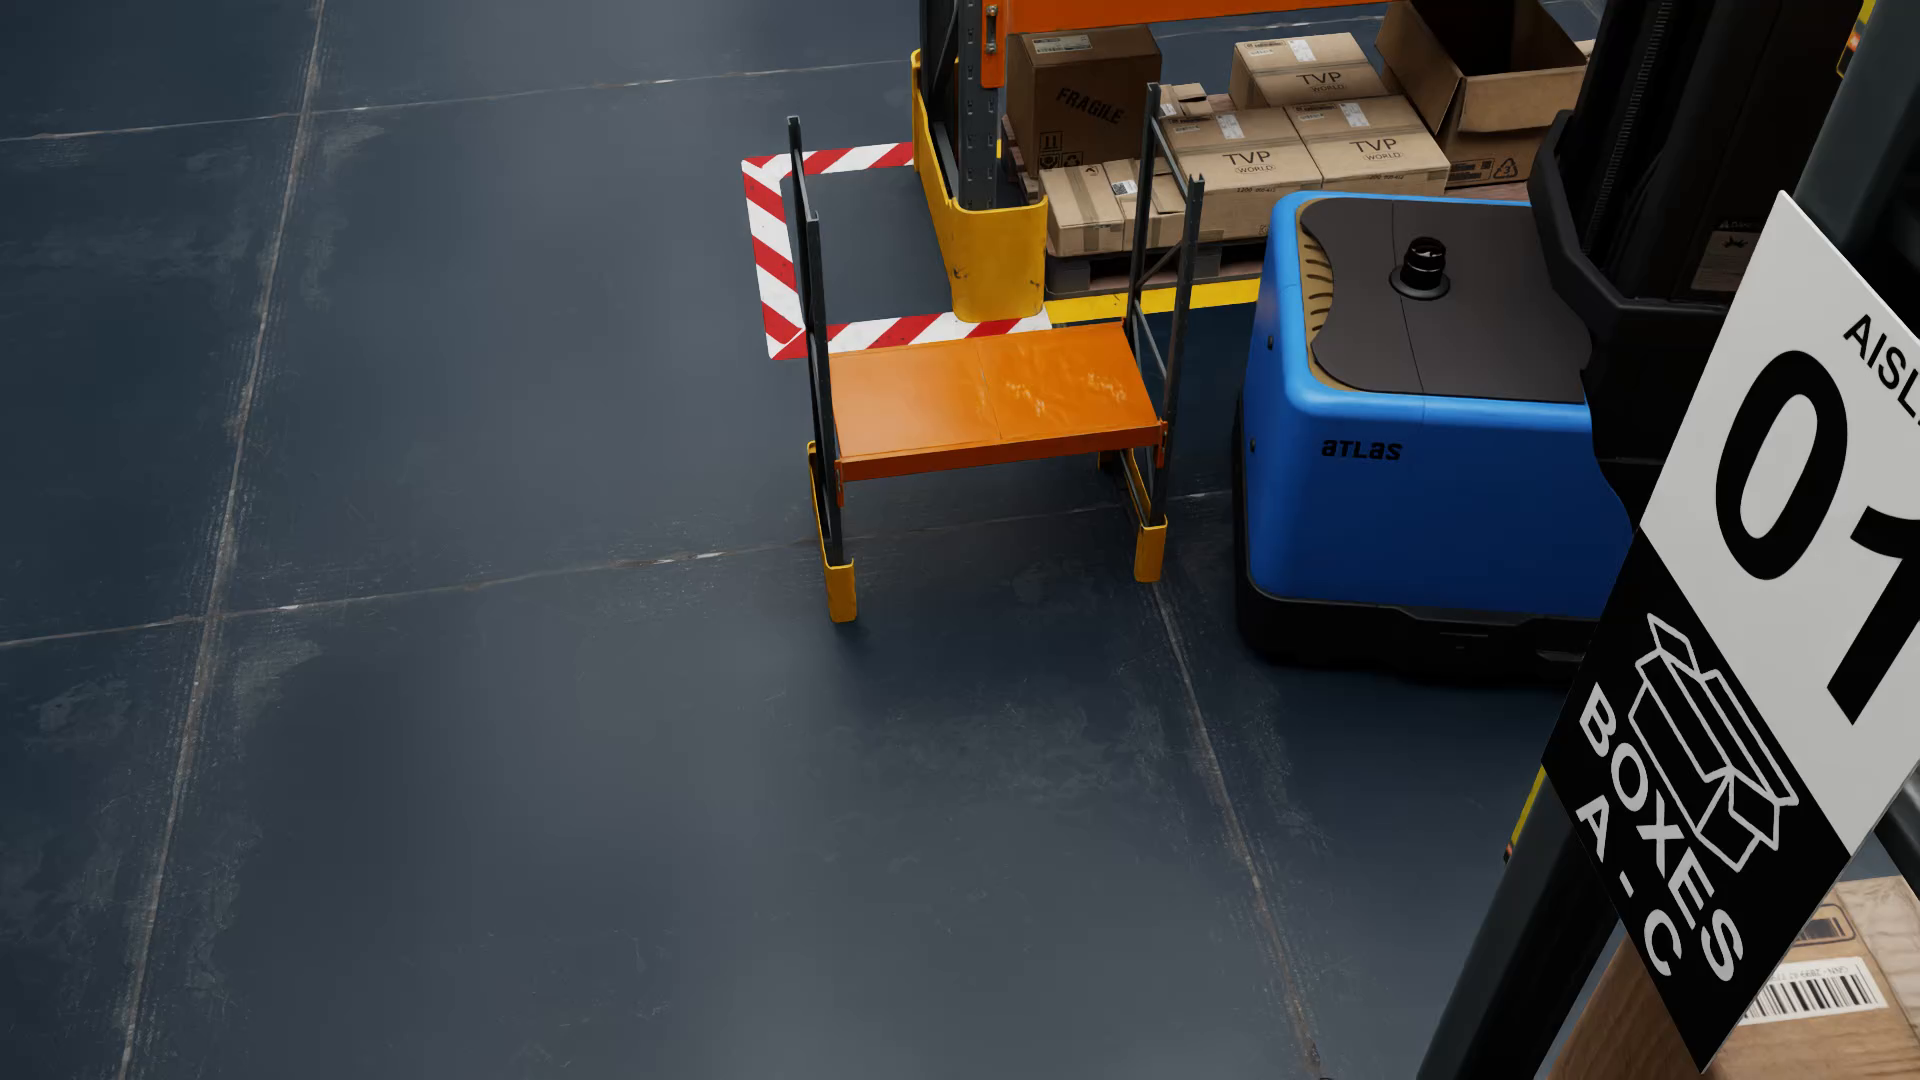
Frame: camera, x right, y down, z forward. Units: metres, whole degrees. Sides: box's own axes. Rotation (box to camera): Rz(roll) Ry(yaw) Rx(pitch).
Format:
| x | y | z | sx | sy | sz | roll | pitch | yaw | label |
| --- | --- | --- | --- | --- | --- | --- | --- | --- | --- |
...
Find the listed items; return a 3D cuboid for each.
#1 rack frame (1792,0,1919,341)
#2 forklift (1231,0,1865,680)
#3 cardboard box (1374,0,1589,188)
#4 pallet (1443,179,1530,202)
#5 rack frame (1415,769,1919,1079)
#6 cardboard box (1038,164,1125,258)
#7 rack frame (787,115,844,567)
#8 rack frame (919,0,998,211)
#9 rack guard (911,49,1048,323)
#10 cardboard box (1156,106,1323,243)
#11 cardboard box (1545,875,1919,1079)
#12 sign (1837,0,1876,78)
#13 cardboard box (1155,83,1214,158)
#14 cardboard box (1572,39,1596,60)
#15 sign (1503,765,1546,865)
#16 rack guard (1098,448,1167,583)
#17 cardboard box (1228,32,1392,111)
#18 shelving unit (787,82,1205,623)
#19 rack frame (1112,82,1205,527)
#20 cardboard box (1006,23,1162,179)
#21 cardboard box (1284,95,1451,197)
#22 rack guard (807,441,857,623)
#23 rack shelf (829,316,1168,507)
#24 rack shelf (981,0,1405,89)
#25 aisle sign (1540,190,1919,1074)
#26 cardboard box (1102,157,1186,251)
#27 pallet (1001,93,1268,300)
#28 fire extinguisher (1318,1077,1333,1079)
| x | y | z | sx | sy | sz | roll | pitch | yaw | label |
| --- | --- | --- | --- | --- | --- | --- | --- | --- | --- |
| 0.834 | -0.852 | 0.102 | 0.127 | 3.000 | 1.000 | -7 | 46 | -7 | rack frame |
| 2.409 | -0.907 | 4.368 | 3.031 | 2.935 | 1.130 | 4 | 46 | 4 | forklift |
| 2.077 | -1.828 | 6.636 | 0.637 | 0.503 | 0.797 | -7 | 46 | -7 | cardboard box |
| 2.046 | -1.572 | 6.899 | 1.213 | 0.211 | 1.003 | -7 | 46 | -7 | pallet |
| 0.834 | 1.230 | 2.262 | 0.127 | 3.000 | 1.000 | -7 | 46 | -7 | rack frame |
| 0.457 | -1.256 | 6.331 | 0.250 | 0.149 | 0.380 | -7 | 46 | -7 | cardboard box |
| -0.417 | -0.468 | 4.940 | 0.032 | 1.500 | 0.500 | -7 | 46 | -7 | rack frame |
| -0.014 | -2.285 | 5.648 | 0.127 | 3.000 | 1.000 | -7 | 46 | -7 | rack frame |
| 0.061 | -1.427 | 6.557 | 0.348 | 0.500 | 1.175 | -7 | 46 | -7 | rack guard |
| 1.063 | -1.410 | 6.410 | 0.500 | 0.250 | 0.500 | -7 | 46 | -7 | cardboard box |
| 1.335 | 1.056 | 2.221 | 0.700 | 0.700 | 0.980 | -5 | 46 | -5 | cardboard box |
| 0.756 | -0.477 | 1.264 | 0.005 | 0.325 | 0.100 | -7 | 46 | -7 | sign |
| 0.894 | -1.682 | 6.729 | 0.250 | 0.166 | 0.380 | -7 | 46 | -7 | cardboard box |
| 2.626 | -1.934 | 6.972 | 0.250 | 0.166 | 0.380 | -7 | 46 | -7 | cardboard box |
| 0.756 | 0.359 | 2.132 | 0.005 | 0.325 | 0.100 | -7 | 46 | -7 | sign |
| 0.566 | -0.157 | 5.508 | 0.087 | 0.250 | 0.587 | -7 | 46 | -7 | rack guard |
| 1.421 | -1.820 | 6.805 | 0.500 | 0.250 | 0.500 | -7 | 46 | -7 | cardboard box |
| 0.075 | -0.530 | 4.999 | 1.083 | 1.500 | 0.587 | -7 | 46 | -7 | shelving unit |
| 0.585 | -0.593 | 5.060 | 0.032 | 1.500 | 0.500 | -7 | 46 | -7 | rack frame |
| 0.480 | -1.812 | 6.623 | 0.500 | 0.500 | 0.500 | -7 | 46 | -7 | cardboard box |
| 1.556 | -1.472 | 6.469 | 0.500 | 0.250 | 0.500 | -7 | 46 | -7 | cardboard box |
| -0.416 | -0.035 | 5.390 | 0.087 | 0.250 | 0.587 | -7 | 46 | -7 | rack guard |
| 0.084 | -0.406 | 5.130 | 1.000 | 0.185 | 0.538 | -7 | 46 | -7 | rack shelf |
| 1.957 | -2.281 | 6.144 | 4.000 | 0.370 | 1.077 | -7 | 46 | -7 | rack shelf |
| 0.712 | 0.124 | 1.522 | 0.004 | 0.787 | 0.394 | -7 | 46 | -7 | aisle sign |
| 0.704 | -1.292 | 6.354 | 0.250 | 0.166 | 0.380 | -7 | 46 | -7 | cardboard box |
| 0.846 | -1.425 | 6.757 | 1.213 | 0.211 | 1.003 | -7 | 46 | -7 | pallet |
| 0.607 | 1.077 | 2.722 | 0.183 | 0.674 | 0.296 | -7 | 46 | -7 | fire extinguisher |
